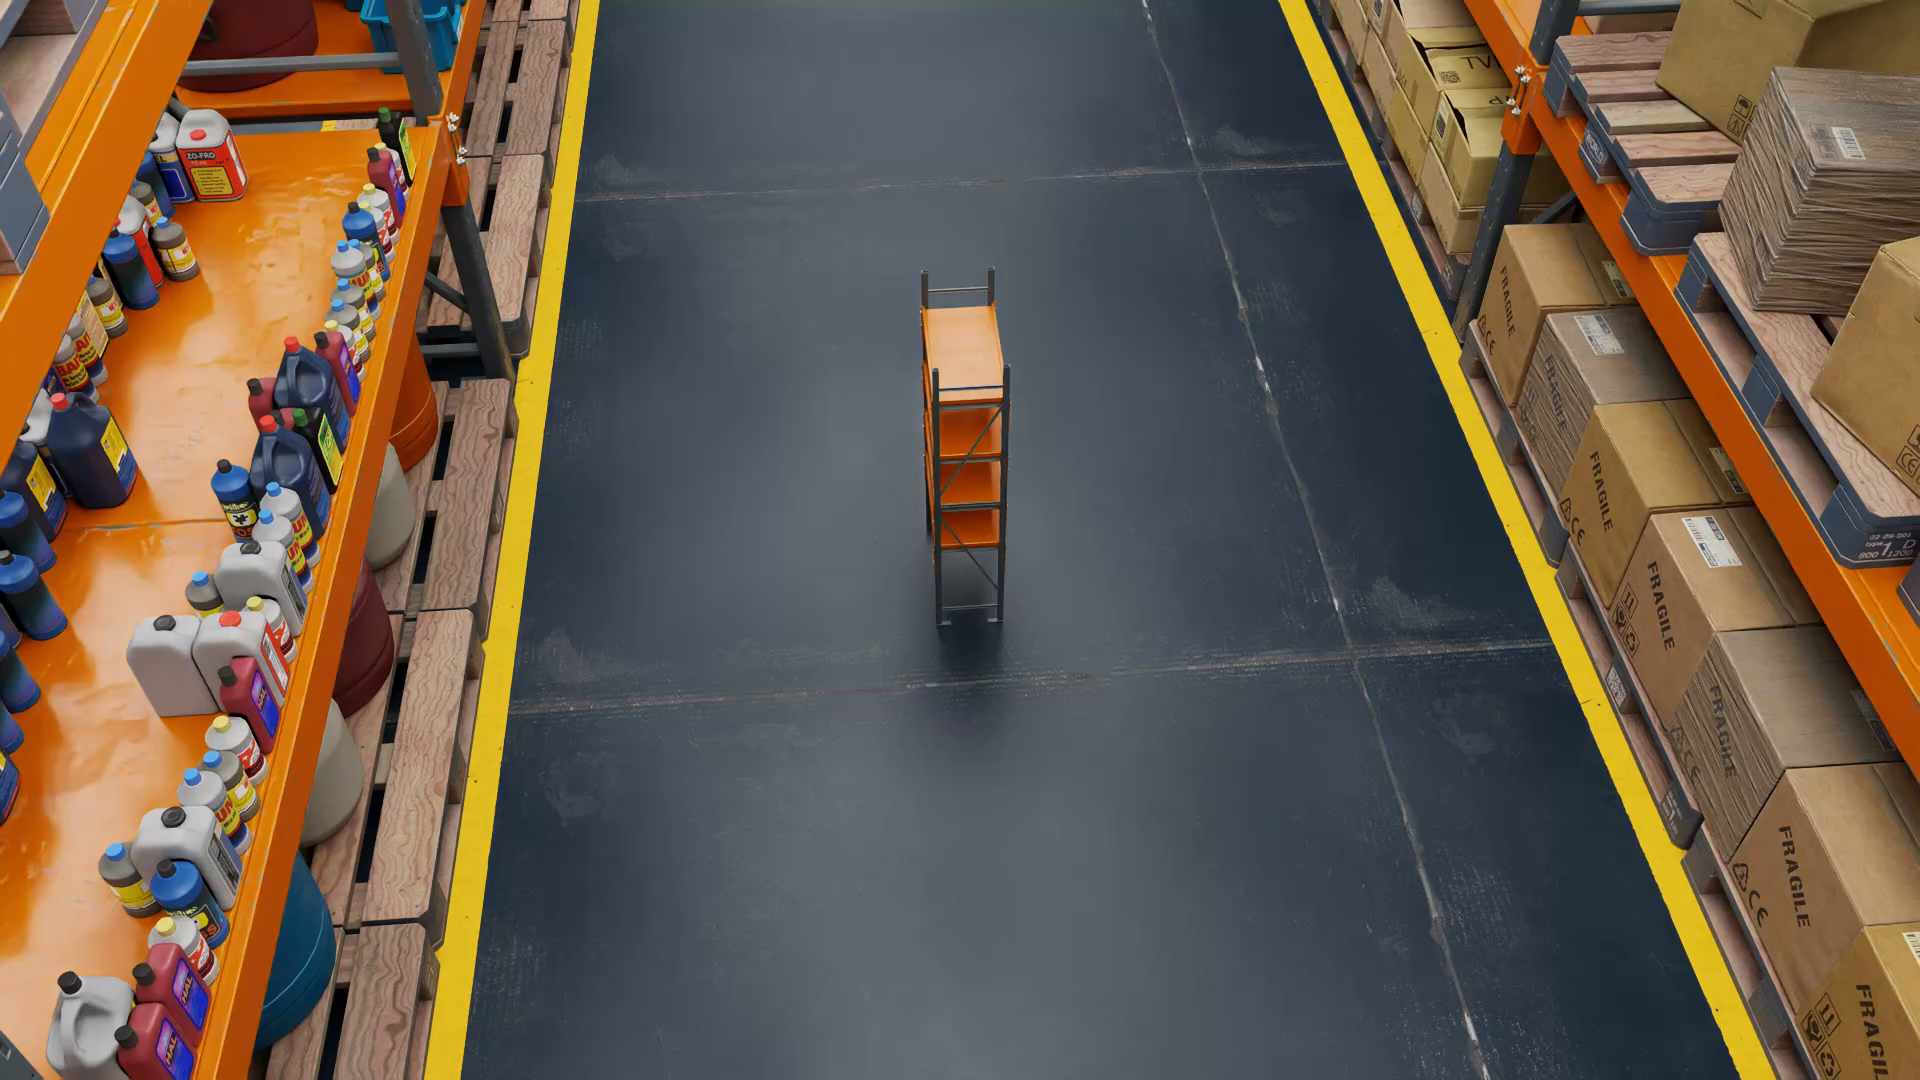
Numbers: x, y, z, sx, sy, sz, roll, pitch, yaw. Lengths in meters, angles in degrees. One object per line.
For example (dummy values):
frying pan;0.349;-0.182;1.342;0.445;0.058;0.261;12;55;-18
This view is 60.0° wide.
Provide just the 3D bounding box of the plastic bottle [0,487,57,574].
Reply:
plastic bottle;-2.443;-0.034;4.305;0.097;0.271;0.097;0;47;0

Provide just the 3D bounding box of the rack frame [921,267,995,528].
rack frame;-0.007;-0.469;5.868;0.240;1.200;0.015;-3;47;-3

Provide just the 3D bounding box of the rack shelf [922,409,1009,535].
rack shelf;0.014;-0.247;5.750;0.258;0.148;0.480;-3;47;-3

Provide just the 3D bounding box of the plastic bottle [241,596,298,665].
plastic bottle;-1.716;0.219;4.114;0.097;0.201;0.097;0;47;0

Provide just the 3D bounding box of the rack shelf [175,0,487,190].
rack shelf;-2.499;-2.830;7.359;1.077;0.370;4.000;-3;47;-3

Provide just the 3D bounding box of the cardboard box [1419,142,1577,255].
cardboard box;2.318;-1.493;7.203;0.500;0.250;0.500;-2;47;-2

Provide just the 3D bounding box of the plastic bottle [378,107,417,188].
plastic bottle;-1.872;-1.323;5.517;0.061;0.283;0.133;-3;47;-3

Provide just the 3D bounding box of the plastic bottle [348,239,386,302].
plastic bottle;-1.837;-0.832;5.109;0.097;0.201;0.097;0;47;0

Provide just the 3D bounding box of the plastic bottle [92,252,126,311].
plastic bottle;-2.613;-0.823;5.043;0.061;0.283;0.133;-3;47;-3

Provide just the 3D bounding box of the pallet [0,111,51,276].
pallet;-2.160;-0.264;2.498;1.213;0.211;1.003;-3;47;-3

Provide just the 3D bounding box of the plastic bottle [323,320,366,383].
plastic bottle;-1.805;-0.550;4.842;0.097;0.201;0.097;0;47;0

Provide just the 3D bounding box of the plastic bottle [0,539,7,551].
plastic bottle;-2.520;-0.020;4.284;0.061;0.283;0.133;-3;47;-3

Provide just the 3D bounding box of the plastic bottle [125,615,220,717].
plastic bottle;-1.885;0.288;3.997;0.152;0.276;0.135;-3;47;-3

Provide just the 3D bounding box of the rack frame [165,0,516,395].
rack frame;-2.331;-1.630;5.728;1.000;3.000;0.127;-3;47;-3

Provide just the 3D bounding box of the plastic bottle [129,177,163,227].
plastic bottle;-2.627;-1.073;5.337;0.097;0.201;0.097;0;47;0

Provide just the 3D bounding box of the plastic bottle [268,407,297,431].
plastic bottle;-1.811;-0.262;4.513;0.061;0.283;0.133;-3;47;-3

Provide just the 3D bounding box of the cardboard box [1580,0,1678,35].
cardboard box;2.618;-2.163;6.294;0.500;0.311;0.500;-1;47;-1

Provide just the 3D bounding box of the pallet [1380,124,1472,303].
pallet;2.575;-1.567;7.589;1.003;0.211;1.213;-3;47;-3

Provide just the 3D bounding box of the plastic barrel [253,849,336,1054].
plastic barrel;-2.084;0.934;4.455;0.600;0.901;0.708;-3;47;-3

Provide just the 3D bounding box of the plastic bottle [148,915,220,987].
plastic bottle;-1.641;0.862;3.504;0.097;0.201;0.097;0;47;0

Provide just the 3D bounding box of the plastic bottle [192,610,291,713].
plastic bottle;-1.733;0.279;4.005;0.152;0.276;0.135;-3;47;-3

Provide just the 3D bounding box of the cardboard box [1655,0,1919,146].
cardboard box;2.770;-1.658;5.396;0.700;0.500;0.500;-18;49;-16

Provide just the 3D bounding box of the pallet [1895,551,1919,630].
pallet;2.982;0.447;3.893;1.003;0.211;1.213;-3;47;-3

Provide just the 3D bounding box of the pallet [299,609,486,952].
pallet;-2.125;0.777;5.368;1.003;0.211;1.213;-3;47;-3

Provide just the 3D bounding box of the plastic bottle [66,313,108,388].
plastic bottle;-2.566;-0.569;4.812;0.097;0.271;0.097;0;47;0

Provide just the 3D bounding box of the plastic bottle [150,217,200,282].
plastic bottle;-2.456;-0.915;5.188;0.097;0.201;0.097;0;47;0

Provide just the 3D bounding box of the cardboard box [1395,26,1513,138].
cardboard box;2.266;-2.060;7.353;0.500;0.311;0.500;-4;47;-4

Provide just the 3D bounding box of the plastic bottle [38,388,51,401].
plastic bottle;-2.538;-0.332;4.587;0.097;0.271;0.097;0;47;0

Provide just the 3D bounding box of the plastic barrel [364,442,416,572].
plastic barrel;-2.137;-0.163;5.762;0.421;0.512;0.421;0;47;0

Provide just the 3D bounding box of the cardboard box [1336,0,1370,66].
cardboard box;2.186;-2.602;8.253;0.500;0.250;0.500;-3;47;-3

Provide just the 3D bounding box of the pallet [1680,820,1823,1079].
pallet;2.834;1.338;4.837;1.003;0.211;1.213;-3;47;-3

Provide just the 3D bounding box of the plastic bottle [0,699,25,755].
plastic bottle;-2.302;0.393;3.901;0.097;0.271;0.097;0;47;0

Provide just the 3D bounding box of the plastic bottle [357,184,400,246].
plastic bottle;-1.862;-1.043;5.309;0.097;0.201;0.097;0;47;0

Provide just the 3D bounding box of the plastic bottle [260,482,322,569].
plastic bottle;-1.743;-0.043;4.314;0.097;0.271;0.097;0;47;0

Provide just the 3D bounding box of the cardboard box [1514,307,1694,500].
cardboard box;2.408;-0.495;6.071;0.500;0.500;0.500;-5;47;-5

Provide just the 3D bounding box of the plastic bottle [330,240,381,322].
plastic bottle;-1.829;-0.786;5.017;0.097;0.271;0.097;0;47;0

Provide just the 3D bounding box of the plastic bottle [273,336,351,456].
plastic bottle;-1.805;-0.402;4.598;0.144;0.351;0.185;-3;47;-3

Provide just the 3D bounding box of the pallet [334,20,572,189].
pallet;-2.457;-2.115;8.107;1.003;0.211;1.213;-3;47;-3

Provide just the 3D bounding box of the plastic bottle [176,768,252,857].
plastic bottle;-1.669;0.600;3.704;0.097;0.271;0.097;0;47;0

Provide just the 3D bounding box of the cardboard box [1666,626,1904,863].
cardboard box;2.538;0.613;5.022;0.500;0.500;0.500;-3;47;-3

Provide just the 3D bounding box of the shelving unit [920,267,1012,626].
shelving unit;0.014;-0.293;5.701;0.258;1.200;0.503;-3;47;-3
